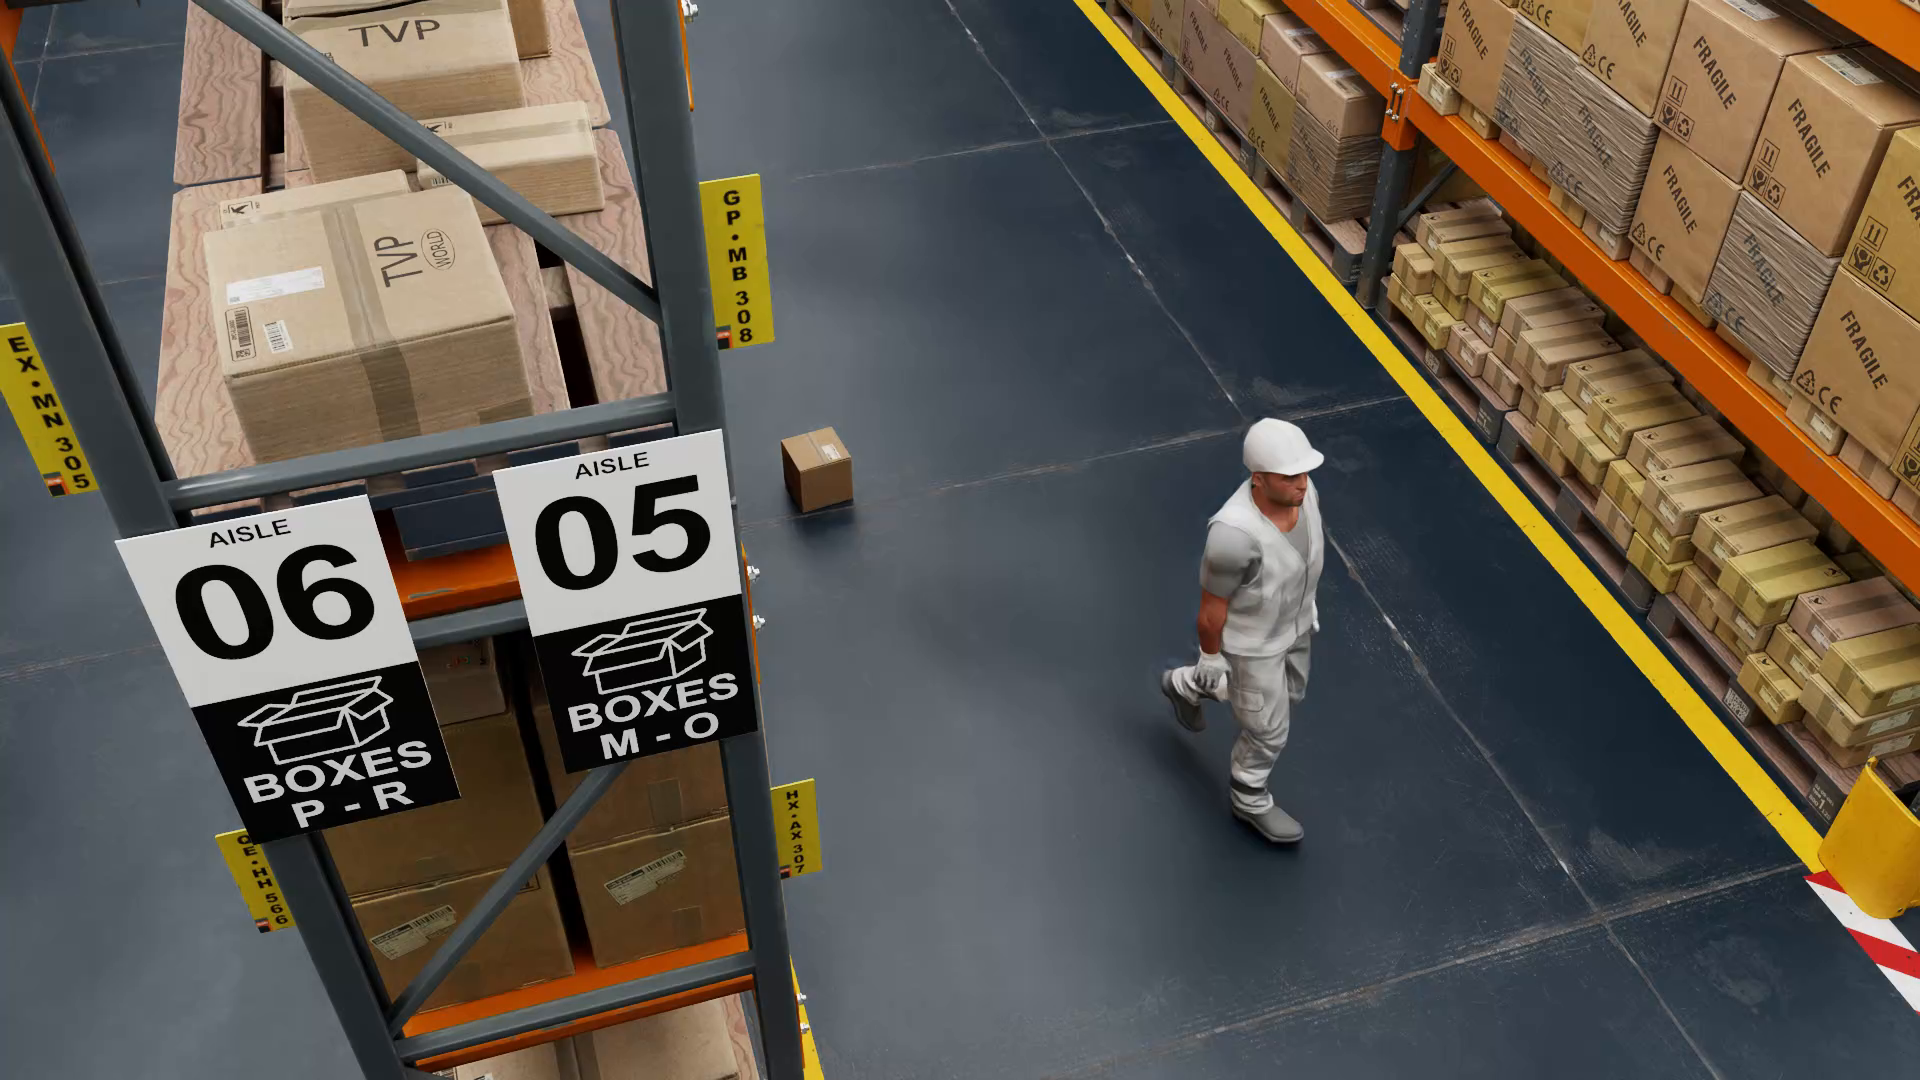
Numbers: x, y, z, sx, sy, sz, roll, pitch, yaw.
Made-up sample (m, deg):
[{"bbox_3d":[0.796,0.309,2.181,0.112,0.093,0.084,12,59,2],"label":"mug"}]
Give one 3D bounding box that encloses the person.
[{"bbox_3d":[1.015,0.283,5.796,0.754,1.770,0.549,29,50,29],"label":"person"}]
